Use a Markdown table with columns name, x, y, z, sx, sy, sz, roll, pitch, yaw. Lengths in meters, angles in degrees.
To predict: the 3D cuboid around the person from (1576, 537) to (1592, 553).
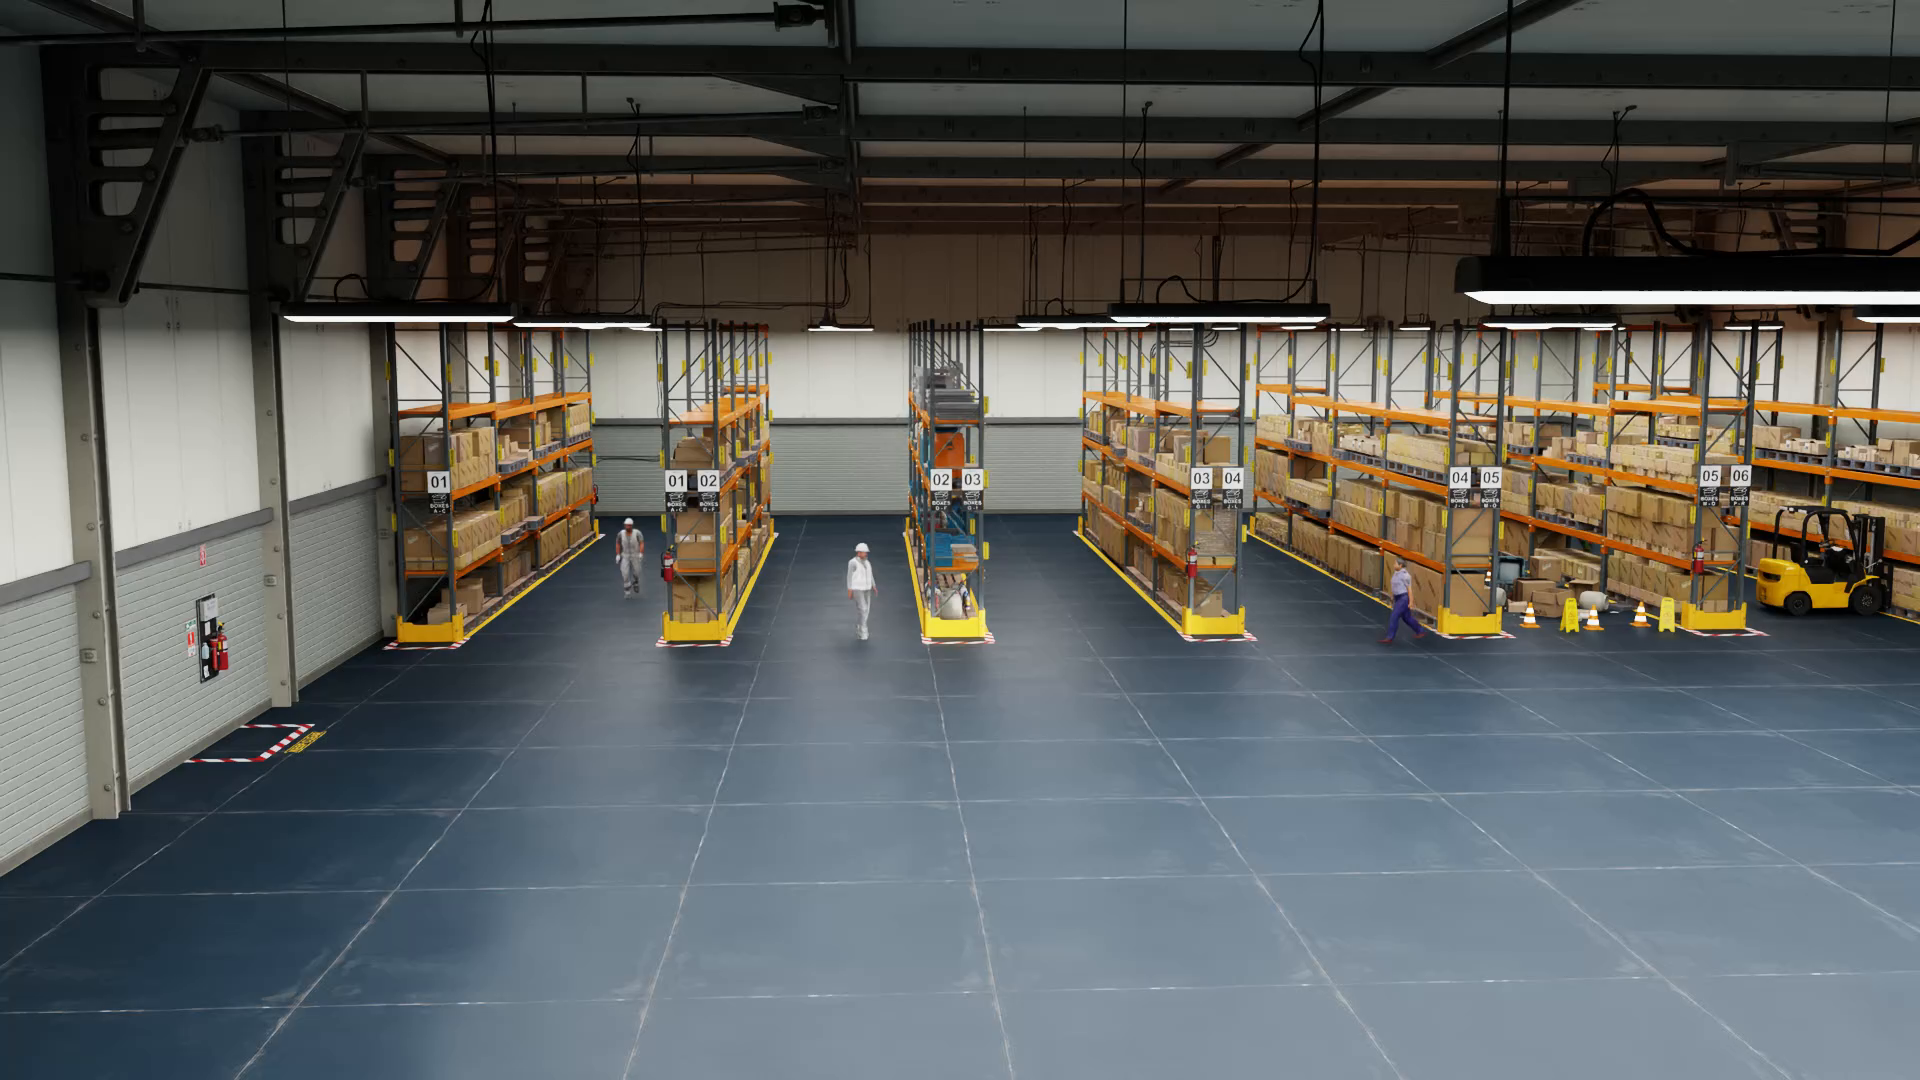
| name | x | y | z | sx | sy | sz | roll | pitch | yaw |
| --- | --- | --- | --- | --- | --- | --- | --- | --- | --- |
| person | 16.331 | -0.513 | 43.320 | 0.602 | 1.791 | 0.467 | -4 | 8 | -32 |

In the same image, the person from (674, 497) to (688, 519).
| name | x | y | z | sx | sy | sz | roll | pitch | yaw |
| --- | --- | --- | --- | --- | --- | --- | --- | --- | --- |
| person | -7.533 | -0.734 | 45.189 | 0.633 | 1.778 | 0.587 | 3 | 8 | 23 |

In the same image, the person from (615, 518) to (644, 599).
| name | x | y | z | sx | sy | sz | roll | pitch | yaw |
| --- | --- | --- | --- | --- | --- | --- | --- | --- | --- |
| person | -7.204 | 0.377 | 36.301 | 0.620 | 1.764 | 0.702 | -1 | 7 | -7 |

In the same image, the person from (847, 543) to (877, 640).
| name | x | y | z | sx | sy | sz | roll | pitch | yaw |
| --- | --- | --- | --- | --- | --- | --- | --- | --- | --- |
| person | -1.826 | 0.985 | 31.536 | 0.530 | 1.839 | 0.566 | 6 | 9 | 40 |

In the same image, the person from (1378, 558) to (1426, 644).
| name | x | y | z | sx | sy | sz | roll | pitch | yaw |
| --- | --- | --- | --- | --- | --- | --- | --- | --- | --- |
| person | 8.234 | 1.163 | 30.899 | 1.013 | 1.495 | 0.518 | -1 | 7 | -9 |
